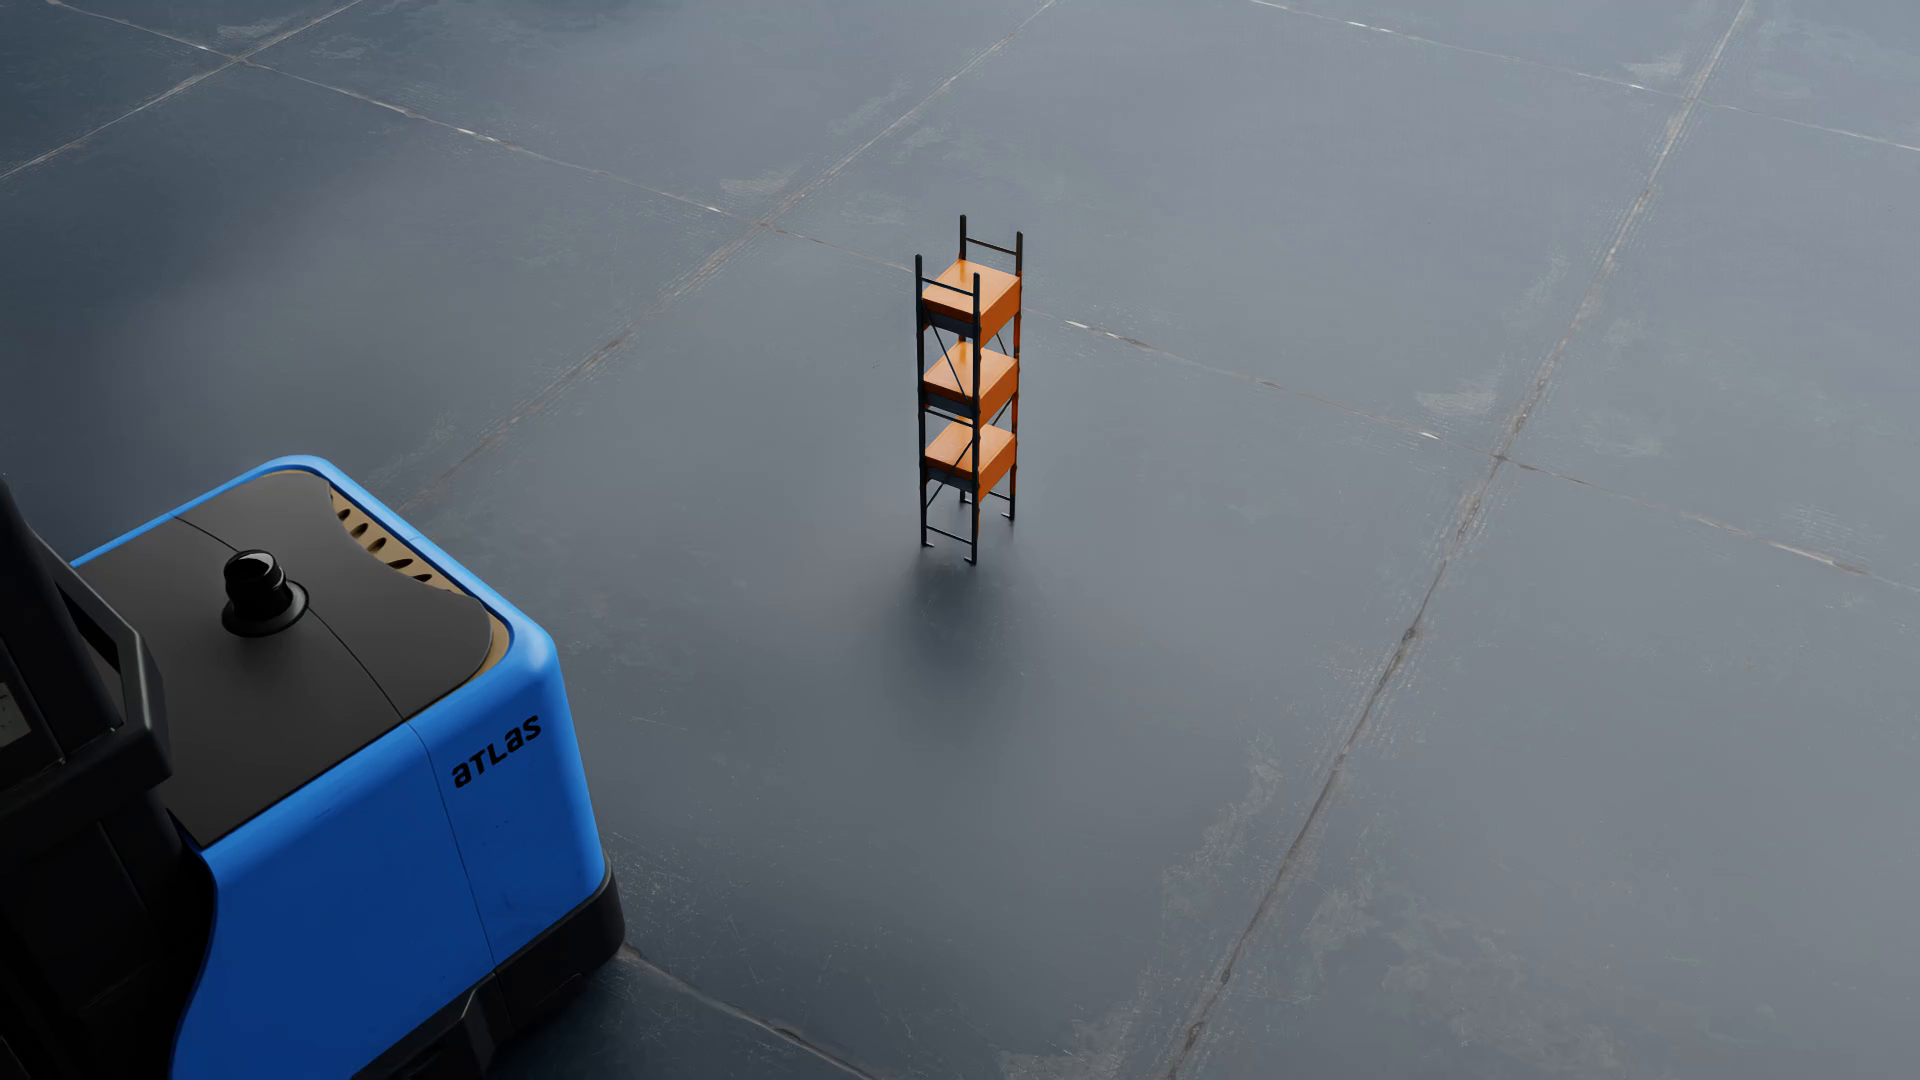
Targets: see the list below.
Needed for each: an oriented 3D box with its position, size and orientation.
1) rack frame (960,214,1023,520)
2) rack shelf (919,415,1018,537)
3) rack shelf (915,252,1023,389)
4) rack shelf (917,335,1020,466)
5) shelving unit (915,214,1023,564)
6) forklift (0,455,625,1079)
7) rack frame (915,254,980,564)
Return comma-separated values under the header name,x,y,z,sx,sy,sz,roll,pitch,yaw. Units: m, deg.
name,x,y,z,sx,sy,sz,roll,pitch,yaw
rack frame,0.088,-0.494,5.017,0.200,1.050,0.008,21,45,22
rack shelf,0.027,-0.208,5.128,0.215,0.259,0.240,21,45,22
rack shelf,0.027,-0.630,4.757,0.215,0.259,0.240,21,45,22
rack shelf,0.027,-0.417,4.945,0.215,0.259,0.240,21,45,22
shelving unit,0.027,-0.425,4.938,0.215,1.050,0.252,21,45,22
forklift,-2.183,0.413,2.563,1.130,2.935,3.031,31,50,31
rack frame,-0.034,-0.355,4.859,0.200,1.050,0.008,21,45,22
